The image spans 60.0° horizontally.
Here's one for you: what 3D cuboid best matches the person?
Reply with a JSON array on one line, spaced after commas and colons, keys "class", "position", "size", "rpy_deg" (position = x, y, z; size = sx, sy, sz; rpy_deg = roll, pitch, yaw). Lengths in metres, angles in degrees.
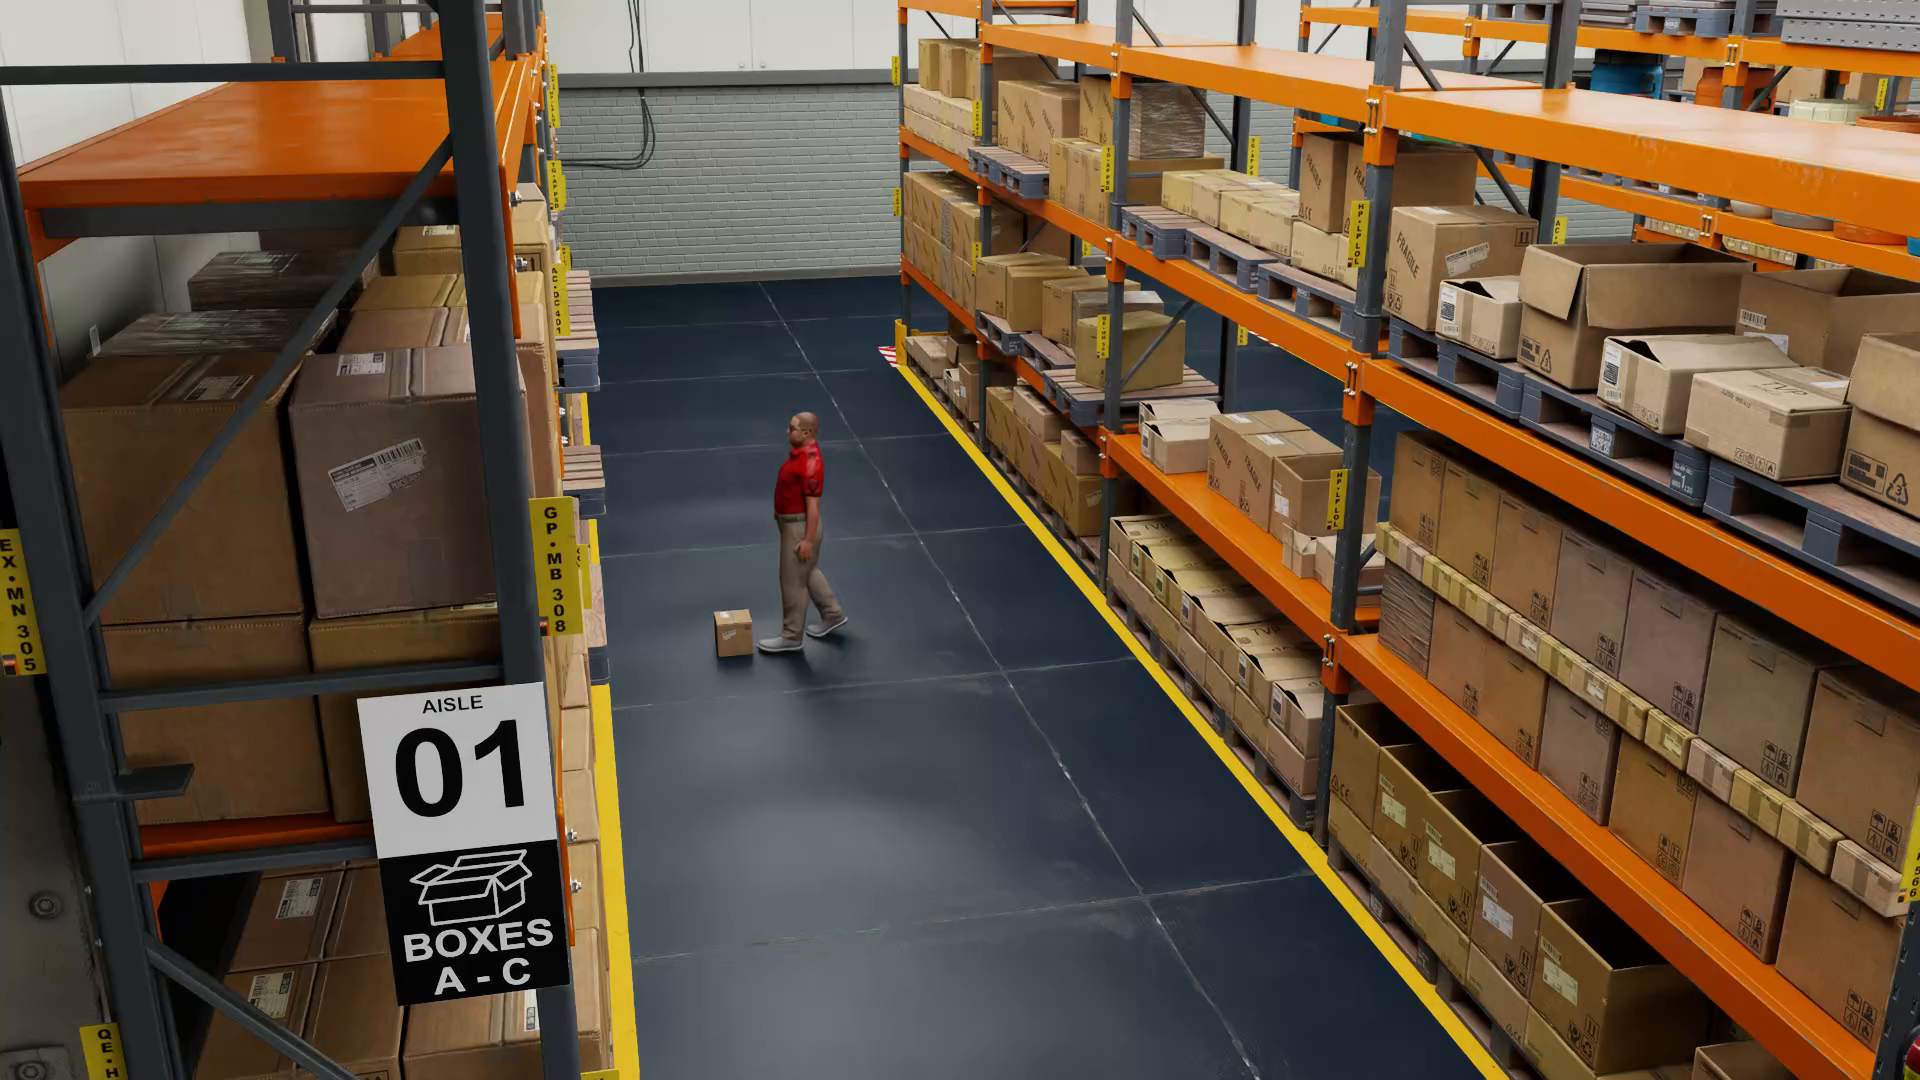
[{"class": "person", "position": [-1.136, -0.069, 11.780], "size": [0.670, 1.725, 0.555], "rpy_deg": [-2, 20, -7]}]
